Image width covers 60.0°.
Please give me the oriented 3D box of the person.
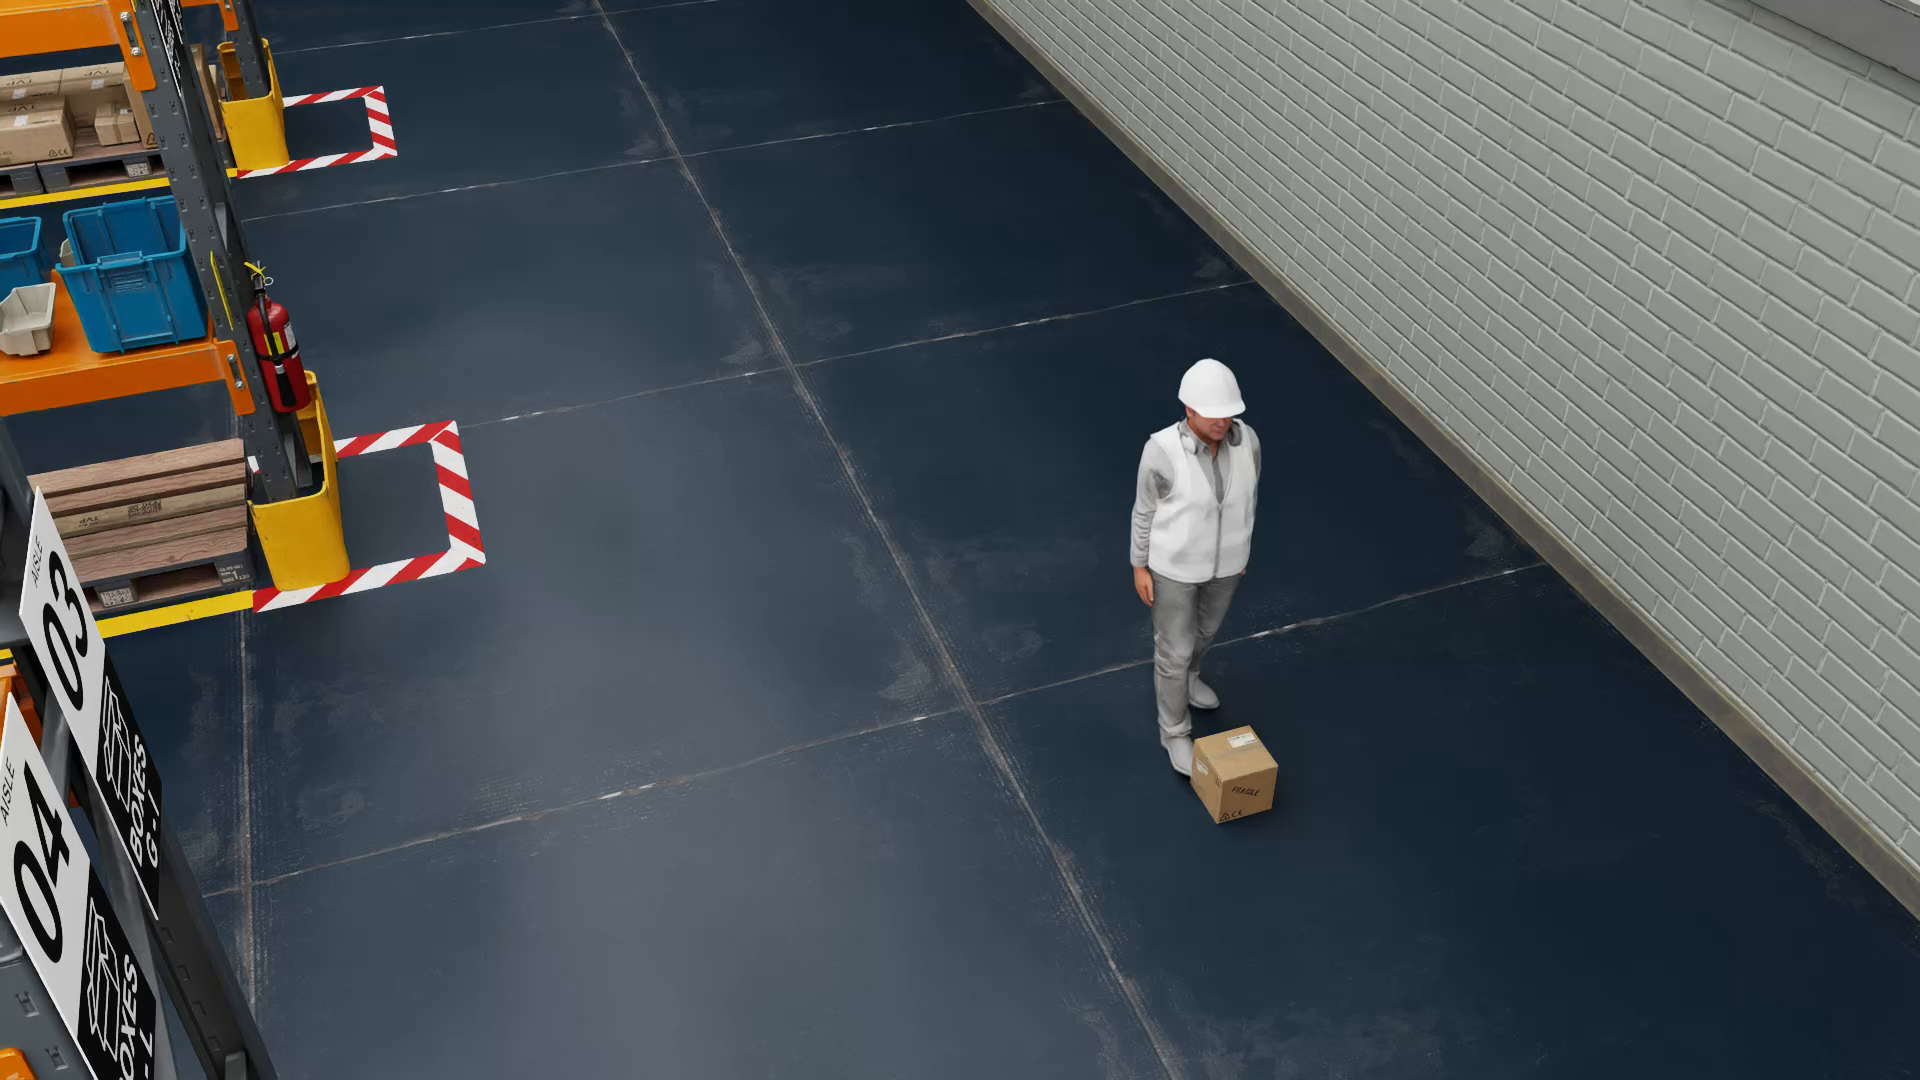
[{"bbox_3d":[0.961,0.101,6.624,0.553,1.776,0.660,-12,39,-15],"label":"person"}]
